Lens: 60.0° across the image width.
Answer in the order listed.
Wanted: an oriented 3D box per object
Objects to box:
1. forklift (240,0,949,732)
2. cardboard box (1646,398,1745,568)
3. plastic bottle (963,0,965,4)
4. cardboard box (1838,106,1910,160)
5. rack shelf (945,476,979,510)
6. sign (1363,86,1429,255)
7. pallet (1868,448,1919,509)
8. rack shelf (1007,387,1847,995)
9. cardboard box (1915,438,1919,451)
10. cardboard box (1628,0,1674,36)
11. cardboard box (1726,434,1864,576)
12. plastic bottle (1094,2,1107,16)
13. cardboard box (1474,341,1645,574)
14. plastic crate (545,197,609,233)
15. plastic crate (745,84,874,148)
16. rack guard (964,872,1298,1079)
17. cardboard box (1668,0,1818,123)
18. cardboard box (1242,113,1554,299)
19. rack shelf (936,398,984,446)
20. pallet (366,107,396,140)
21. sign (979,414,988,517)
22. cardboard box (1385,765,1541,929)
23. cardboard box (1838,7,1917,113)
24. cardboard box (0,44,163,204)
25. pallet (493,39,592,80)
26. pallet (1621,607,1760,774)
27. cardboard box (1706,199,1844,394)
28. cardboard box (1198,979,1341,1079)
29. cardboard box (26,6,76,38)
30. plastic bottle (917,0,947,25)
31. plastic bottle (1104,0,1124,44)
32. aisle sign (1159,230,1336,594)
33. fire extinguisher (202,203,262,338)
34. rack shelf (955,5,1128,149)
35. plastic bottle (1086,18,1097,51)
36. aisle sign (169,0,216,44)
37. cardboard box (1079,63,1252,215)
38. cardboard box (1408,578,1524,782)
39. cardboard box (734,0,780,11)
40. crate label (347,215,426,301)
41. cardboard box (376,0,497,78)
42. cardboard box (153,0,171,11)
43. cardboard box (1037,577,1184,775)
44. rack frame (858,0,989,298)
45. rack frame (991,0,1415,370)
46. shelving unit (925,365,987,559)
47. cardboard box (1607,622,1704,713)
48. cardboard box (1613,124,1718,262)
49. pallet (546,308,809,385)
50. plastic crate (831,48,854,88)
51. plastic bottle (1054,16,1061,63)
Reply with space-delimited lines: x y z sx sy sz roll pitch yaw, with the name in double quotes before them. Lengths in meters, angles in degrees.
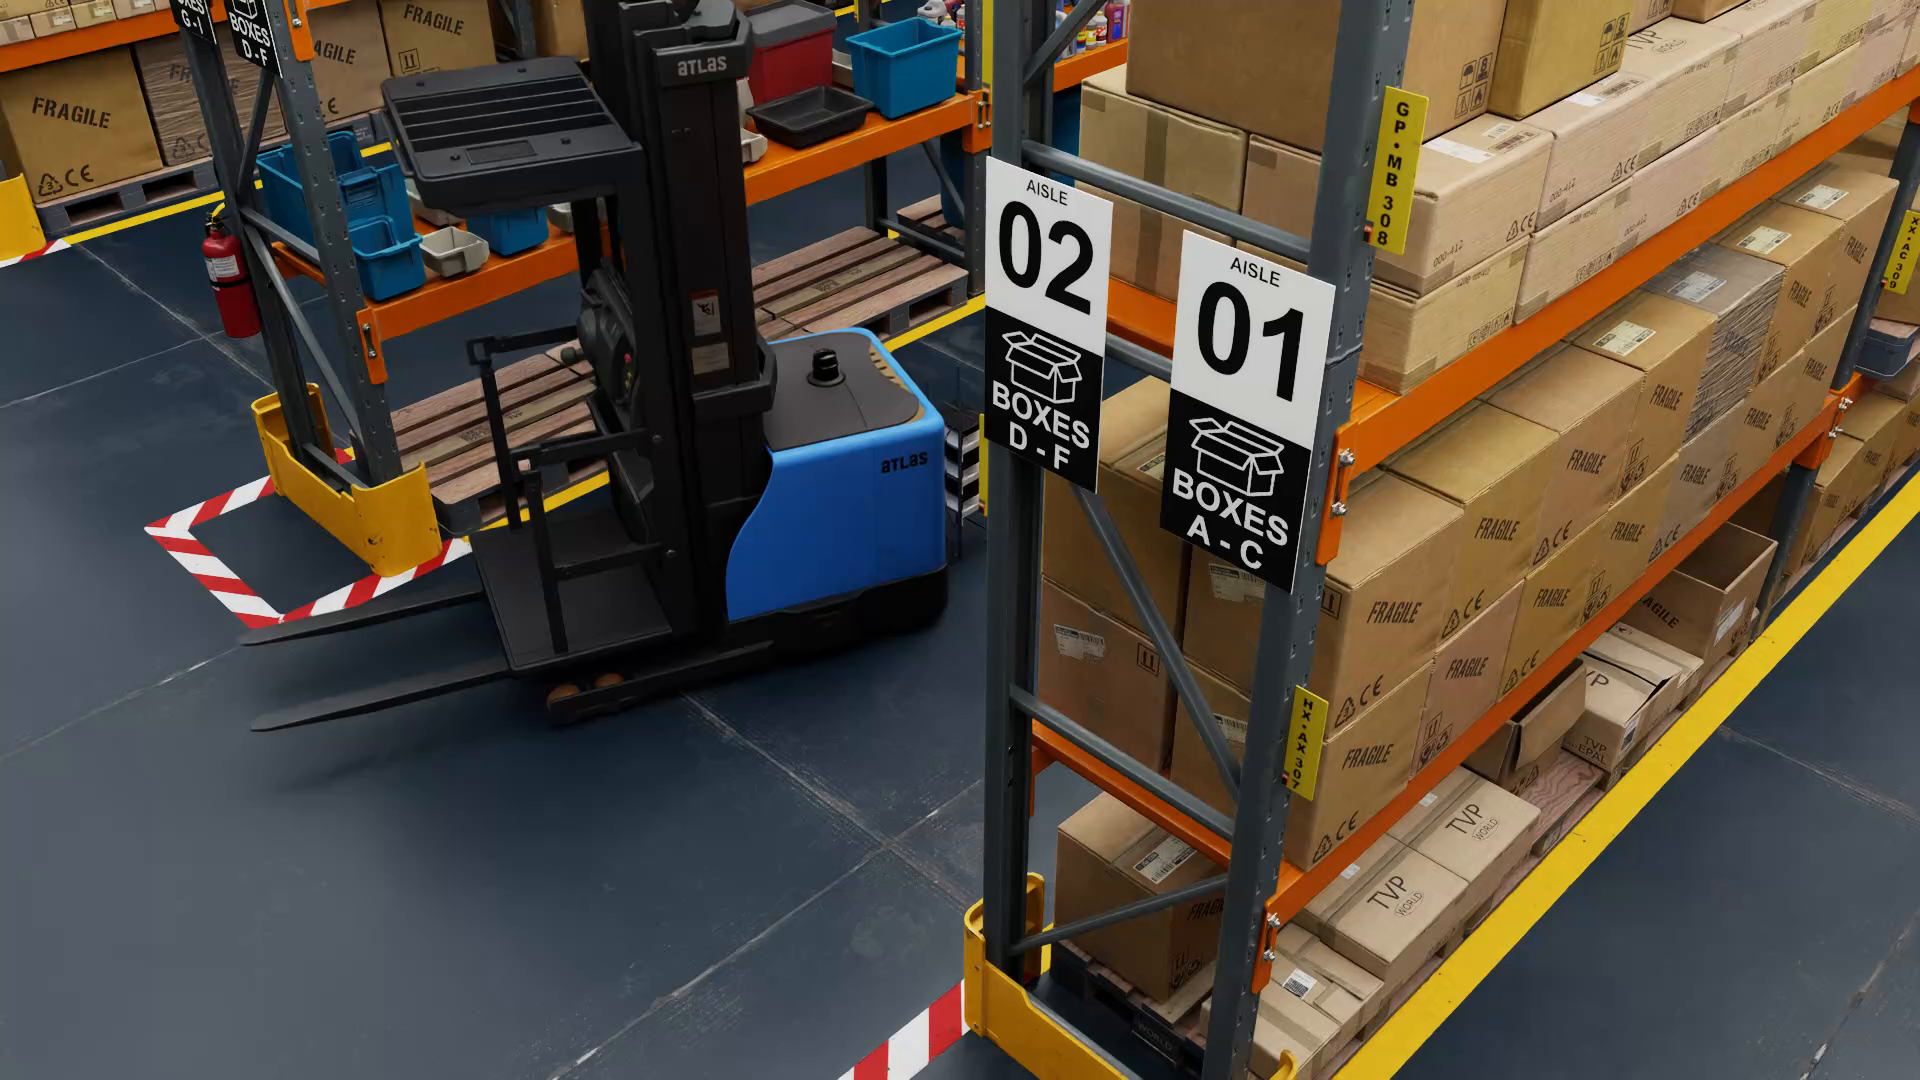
"forklift" -1.618 -0.760 6.778 3.031 2.935 1.130 -14 37 -19
"cardboard box" 2.396 -0.295 5.964 0.500 0.500 0.500 -29 44 -35
"plastic bottle" 0.082 -3.366 10.562 0.152 0.276 0.135 30 45 35
"cardboard box" 4.220 -1.600 7.468 0.500 0.500 0.700 -23 41 -29
"rack shelf" -0.006 -0.265 8.058 0.258 0.077 0.200 30 45 35
"sign" 0.855 -0.727 3.283 0.100 0.325 0.005 30 45 35
"pallet" 4.694 -0.679 9.040 1.003 0.211 1.213 30 45 35
"rack shelf" 1.879 0.127 6.075 1.077 0.370 4.000 30 45 35
"cardboard box" 4.884 -0.859 8.660 0.500 0.500 0.500 28 43 34
"cardboard box" 1.509 -1.668 4.436 0.700 0.500 0.500 30 45 35
"cardboard box" 3.802 -0.233 7.763 0.500 0.500 0.500 27 43 33
"plastic bottle" 0.917 -3.399 10.609 0.152 0.276 0.135 30 45 35
"cardboard box" 1.689 -0.298 5.093 0.500 0.500 0.500 -29 44 -35
"plastic crate" -1.872 -1.610 8.115 0.250 0.136 0.298 30 45 35
"plastic crate" -0.822 -2.327 9.153 0.437 0.125 0.590 30 45 35
"rack guard" 0.524 1.638 5.464 1.175 0.500 0.348 30 45 35
"cardboard box" 2.077 -1.441 4.766 0.500 0.250 0.500 30 45 35
"cardboard box" 1.017 -0.834 3.895 0.500 0.250 0.500 30 45 35
"rack shelf" -0.006 -0.560 7.852 0.258 0.077 0.200 30 45 35
"pallet" -4.330 -3.553 13.160 1.003 0.211 1.213 30 45 35
"sign" 0.090 -0.193 4.616 0.100 0.325 0.005 30 45 35
"cardboard box" 1.759 1.079 6.100 0.500 0.250 0.500 30 45 35
"cardboard box" 2.775 -1.646 5.496 0.500 0.250 0.500 30 45 35
"cardboard box" -6.163 -2.943 11.338 0.875 0.875 0.875 30 45 35
"pallet" -3.249 -4.174 14.051 1.003 0.211 1.213 30 45 35
"pallet" 2.804 0.442 7.432 1.003 0.211 1.213 30 45 35
"cardboard box" 2.757 -0.913 5.975 0.500 0.500 0.500 29 44 35
"cardboard box" 1.009 1.601 5.440 0.380 0.149 0.250 30 45 35
"cardboard box" -5.893 -3.363 10.670 0.380 0.149 0.250 29 44 35
"plastic bottle" -0.176 -3.217 10.350 0.152 0.276 0.135 30 45 35
"plastic bottle" 0.963 -3.268 10.415 0.061 0.283 0.133 30 45 35
"aisle sign" 0.630 -0.277 3.752 0.394 0.787 0.004 30 45 35
"fire extinguisher" -3.471 -1.291 7.873 0.296 0.674 0.183 30 45 35
"rack shelf" 1.185 -3.495 11.268 1.077 0.370 4.000 30 45 35
"plastic bottle" 0.800 -3.155 10.325 0.097 0.201 0.097 0 35 0
"aisle sign" -3.301 -2.509 6.953 0.394 0.787 0.004 30 45 35
"cardboard box" 0.651 -1.041 4.193 0.500 0.250 0.500 30 45 35
"cardboard box" 1.330 0.317 5.085 0.500 0.500 0.500 29 44 35
"cardboard box" -2.055 -5.268 14.672 1.225 0.875 0.875 30 45 35
"crate label" -2.635 -1.278 7.554 0.416 0.233 0.303 30 45 35
"cardboard box" -4.261 -4.039 12.910 0.875 0.875 0.875 30 45 35
"cardboard box" -5.350 -3.676 11.119 0.380 0.149 0.250 29 44 34
"cardboard box" 0.593 0.311 5.094 0.500 0.500 0.500 -28 44 -34
"rack frame" -0.224 -2.978 9.898 1.000 3.000 0.127 30 45 35
"rack frame" 0.470 -1.817 2.989 1.000 3.000 0.127 30 45 35
"shelving unit" -0.006 -0.366 7.988 0.258 0.900 0.210 30 45 35
"cardboard box" 2.867 0.531 6.974 0.380 0.149 0.250 30 45 35
"cardboard box" 1.725 -1.033 4.617 0.500 0.250 0.500 30 45 35
"pallet" -1.574 -1.022 9.531 1.003 0.211 1.213 30 45 35
"plastic crate" -0.653 -2.763 9.768 0.396 0.136 0.243 30 45 35
"plastic bottle" 0.568 -3.050 10.114 0.097 0.271 0.097 0 35 0
